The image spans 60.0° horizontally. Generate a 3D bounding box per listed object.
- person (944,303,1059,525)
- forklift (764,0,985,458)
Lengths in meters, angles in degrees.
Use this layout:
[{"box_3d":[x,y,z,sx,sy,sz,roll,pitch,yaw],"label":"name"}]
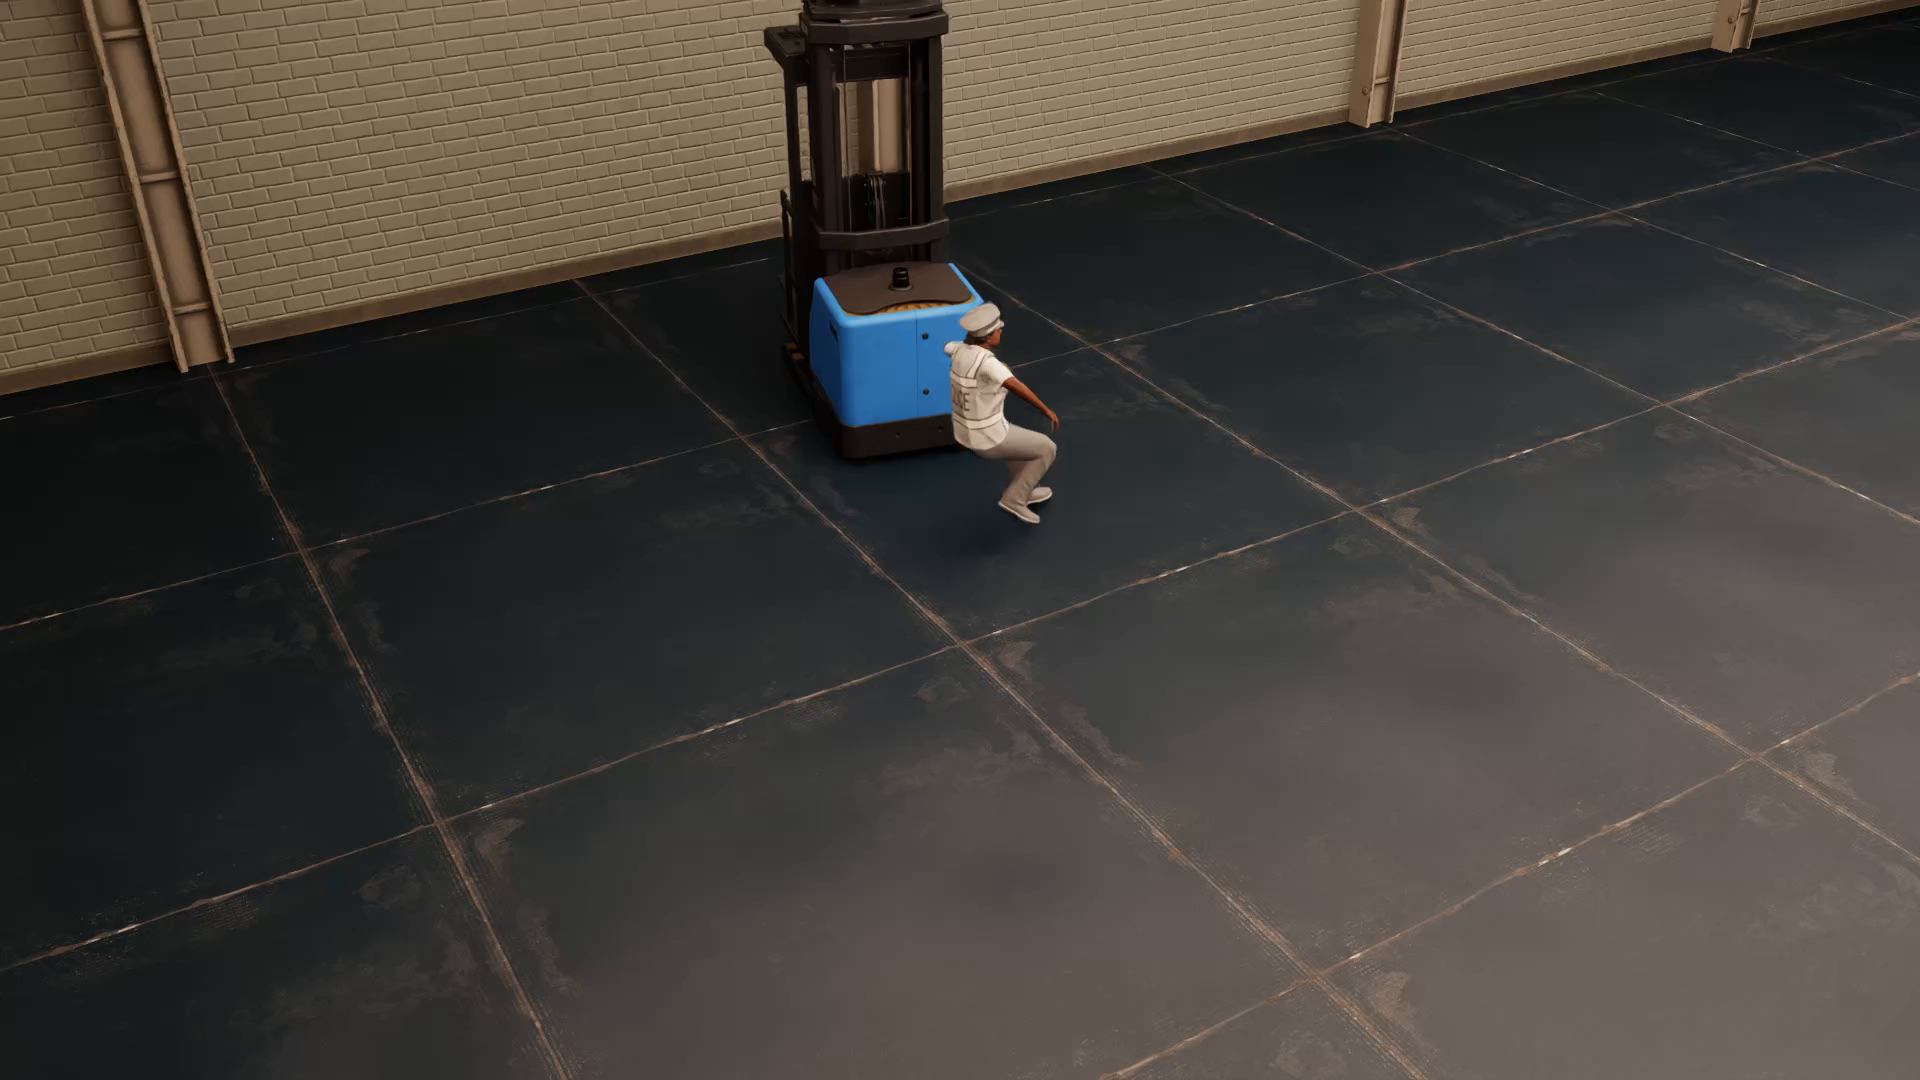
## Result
[{"box_3d":[0.311,-0.780,10.264,0.783,1.490,1.073,-16,35,-25],"label":"person"},{"box_3d":[-0.728,-2.559,11.921,1.130,2.935,3.031,-9,32,-15],"label":"forklift"}]
